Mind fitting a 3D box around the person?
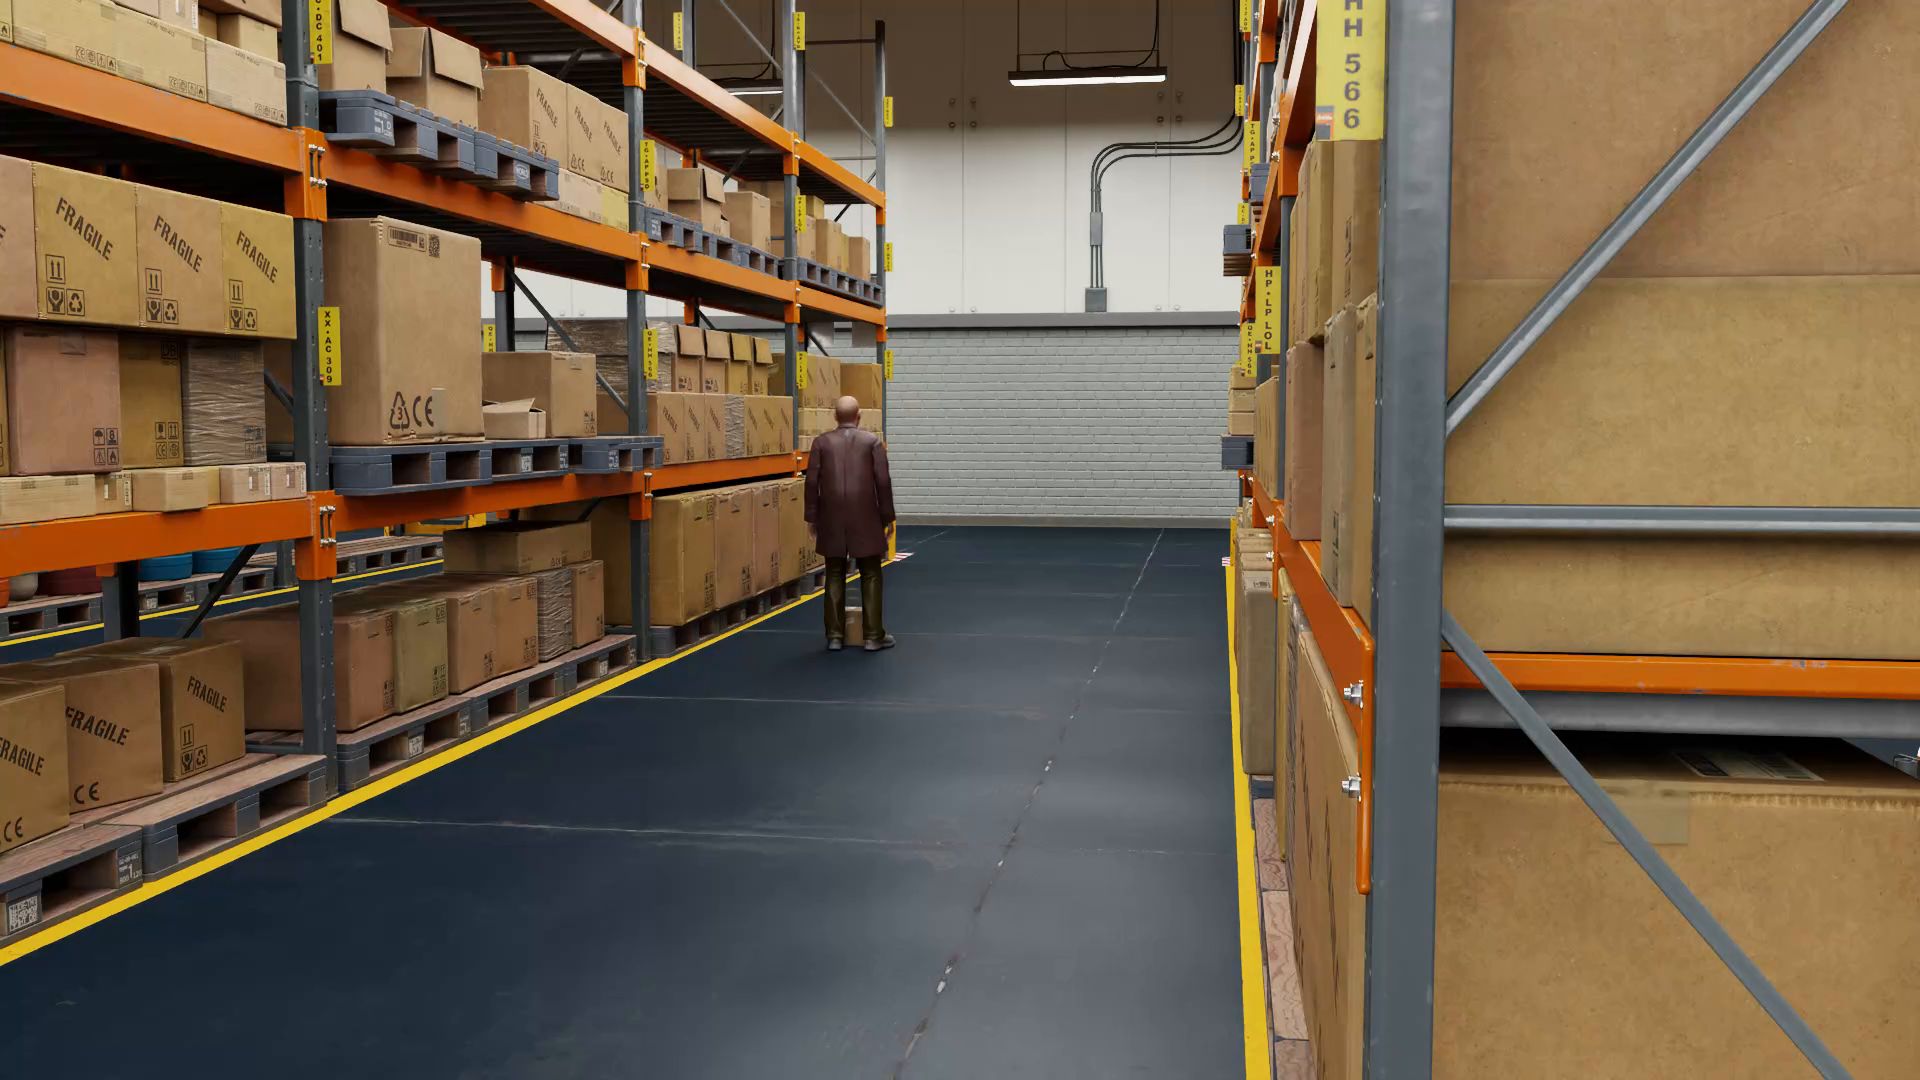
[{"bbox_3d":[-0.774,-0.122,11.678,0.656,1.774,0.416,1,4,7],"label":"person"}]
